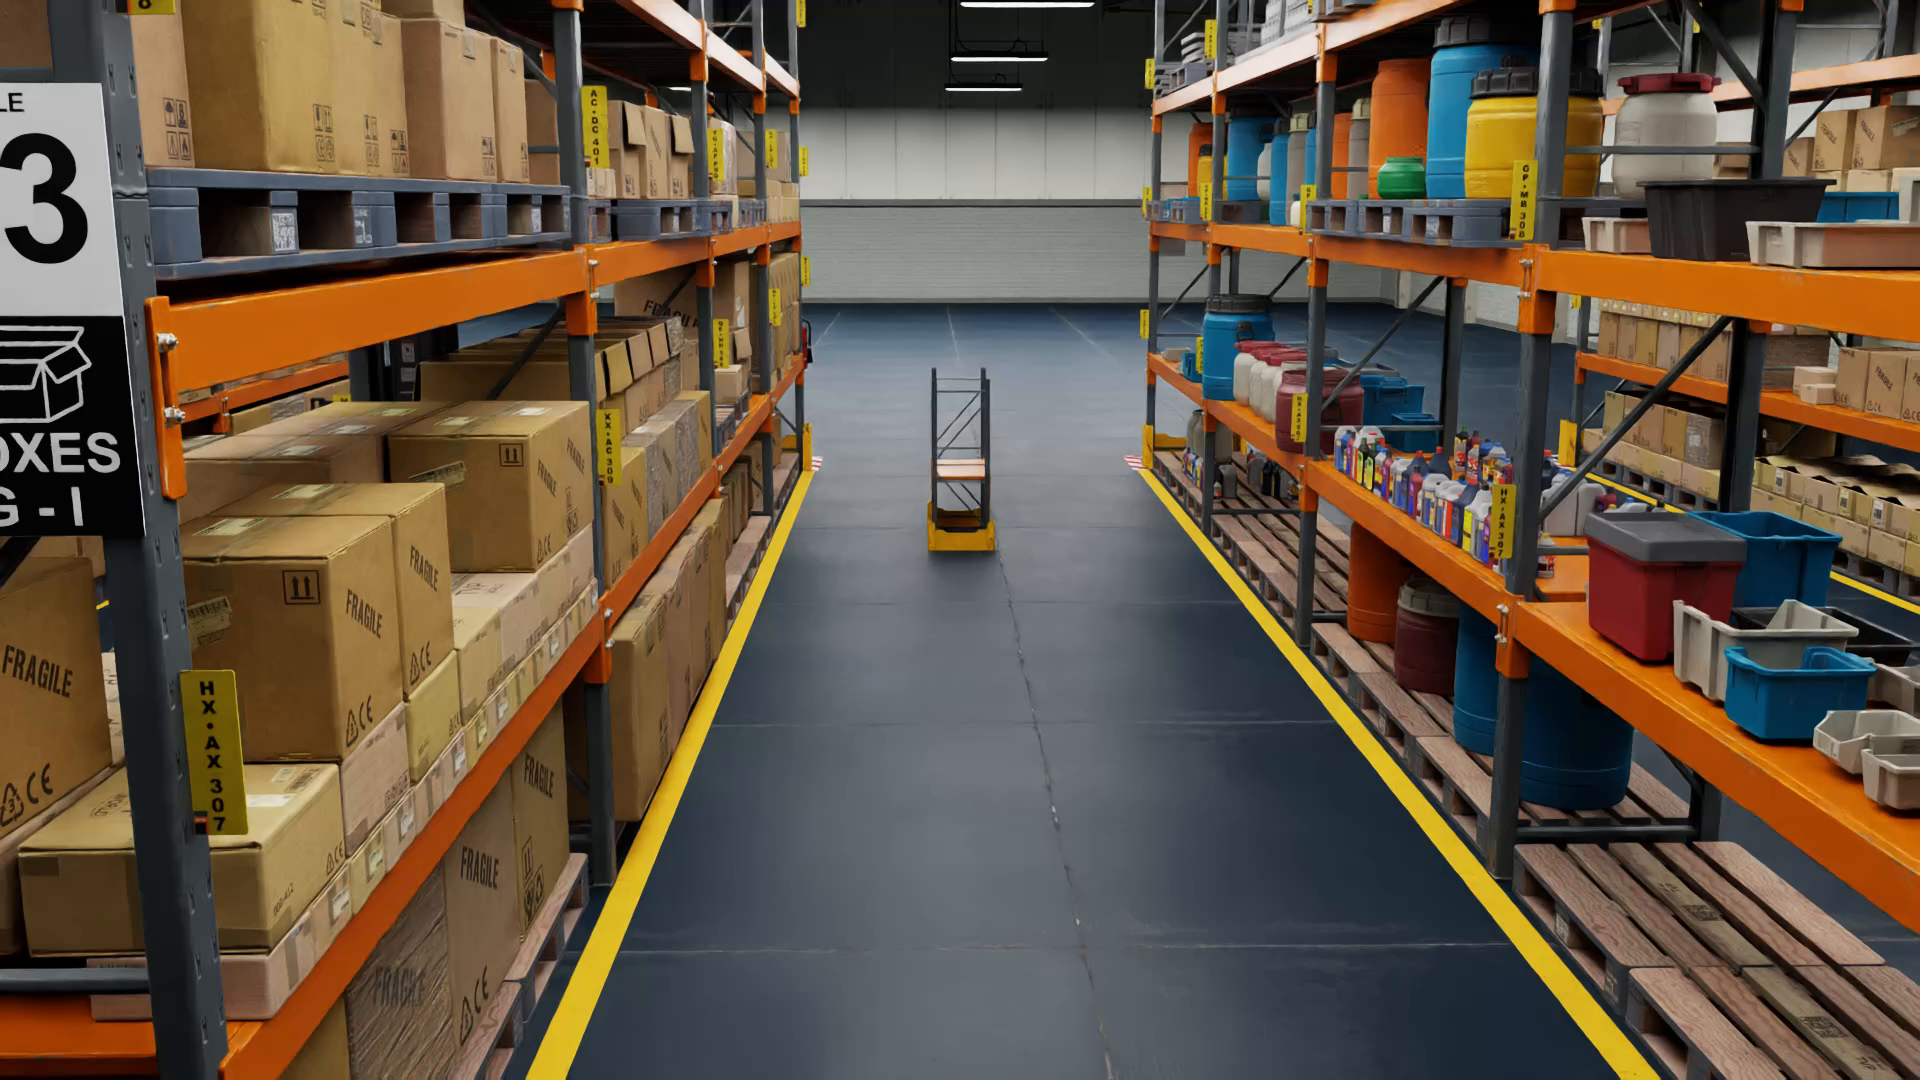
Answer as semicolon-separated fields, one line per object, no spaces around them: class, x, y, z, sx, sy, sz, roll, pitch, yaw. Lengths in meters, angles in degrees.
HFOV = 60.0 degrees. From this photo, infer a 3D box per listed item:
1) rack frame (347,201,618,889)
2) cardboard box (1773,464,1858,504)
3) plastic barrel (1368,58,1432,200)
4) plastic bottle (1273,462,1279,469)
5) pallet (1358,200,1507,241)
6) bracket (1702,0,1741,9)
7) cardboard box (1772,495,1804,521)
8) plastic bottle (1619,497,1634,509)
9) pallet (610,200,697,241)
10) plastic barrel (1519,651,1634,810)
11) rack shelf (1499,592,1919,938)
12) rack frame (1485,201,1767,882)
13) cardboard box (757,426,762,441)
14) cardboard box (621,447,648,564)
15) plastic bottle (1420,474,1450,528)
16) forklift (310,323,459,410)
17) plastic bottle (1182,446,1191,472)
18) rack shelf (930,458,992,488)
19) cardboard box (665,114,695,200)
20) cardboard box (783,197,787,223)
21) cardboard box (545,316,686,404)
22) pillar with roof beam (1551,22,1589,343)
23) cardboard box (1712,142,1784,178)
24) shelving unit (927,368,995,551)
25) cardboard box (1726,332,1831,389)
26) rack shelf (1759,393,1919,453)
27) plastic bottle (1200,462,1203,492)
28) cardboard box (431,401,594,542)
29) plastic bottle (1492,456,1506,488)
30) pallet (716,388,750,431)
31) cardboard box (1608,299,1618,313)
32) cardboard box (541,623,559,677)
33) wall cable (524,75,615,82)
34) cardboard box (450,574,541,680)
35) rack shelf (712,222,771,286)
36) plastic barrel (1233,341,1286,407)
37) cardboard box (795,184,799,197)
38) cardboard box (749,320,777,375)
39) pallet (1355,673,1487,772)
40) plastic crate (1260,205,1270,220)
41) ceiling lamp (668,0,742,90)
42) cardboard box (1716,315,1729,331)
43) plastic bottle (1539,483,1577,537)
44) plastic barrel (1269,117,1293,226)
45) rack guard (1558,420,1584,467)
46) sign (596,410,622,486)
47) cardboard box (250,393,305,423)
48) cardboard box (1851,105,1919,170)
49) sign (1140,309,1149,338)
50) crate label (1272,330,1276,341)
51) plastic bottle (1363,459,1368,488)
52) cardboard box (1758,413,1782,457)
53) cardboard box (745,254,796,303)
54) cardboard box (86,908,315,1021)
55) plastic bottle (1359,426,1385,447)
rack frame;-2.048;0.073;7.154;1.000;3.000;0.127;0;11;-1
cardboard box;7.456;-0.507;14.465;0.500;0.311;0.500;0;11;-2
plastic barrel;2.830;-2.516;10.235;0.600;0.830;0.708;0;11;-1
plastic bottle;3.133;-0.655;16.297;0.144;0.351;0.185;-1;11;-4
pallet;2.764;-1.706;8.852;1.003;0.211;1.213;0;11;-1
bracket;12.899;-8.731;26.410;0.076;0.066;4.783;0;11;-1
cardboard box;7.461;-0.232;14.520;0.500;0.250;0.500;0;11;0
plastic bottle;3.293;-0.074;8.201;0.097;0.271;0.097;0;11;0
pallet;-2.038;-1.749;9.068;1.003;0.211;1.213;0;11;1
plastic barrel;2.910;0.767;7.955;0.600;0.901;0.708;0;11;-1
rack shelf;2.946;0.803;5.366;1.077;0.370;4.000;0;11;-1
rack frame;2.904;0.053;7.254;1.000;3.000;0.127;0;11;-1
cardboard box;-2.259;-0.926;17.308;0.500;0.500;0.500;1;11;4
cardboard box;-1.818;-0.168;8.093;0.500;0.500;0.500;0;11;-1
plastic bottle;2.547;-0.209;8.858;0.152;0.276;0.135;0;11;-1
forklift;-5.225;-1.415;14.662;3.031;2.935;1.130;0;11;-1
plastic bottle;2.382;-0.849;17.457;0.097;0.271;0.097;0;11;0
rack shelf;-0.002;-0.576;15.029;0.538;0.185;1.000;0;11;-1
cardboard box;-2.046;-2.327;10.127;0.797;0.503;0.637;0;11;2
cardboard box;-2.001;-3.313;16.677;0.500;0.250;0.500;0;11;-2
cardboard box;-2.131;-1.117;10.247;0.797;0.503;0.637;0;11;1
pillar with roof beam;8.765;-8.738;35.498;9.100;9.000;0.548;0;11;-1
cardboard box;7.783;-3.680;16.442;0.797;0.503;0.637;1;12;5
shelving unit;-0.002;-0.750;14.985;0.587;1.500;1.083;0;11;-1
cardboard box;7.676;-1.694;15.614;0.700;0.500;0.500;-1;11;-3
rack shelf;7.733;-0.807;13.302;1.077;0.370;4.000;0;11;-1
plastic bottle;2.389;-0.619;16.291;0.061;0.283;0.133;1;11;3
cardboard box;-1.771;-0.276;6.620;0.500;0.500;0.500;0;11;0
plastic bottle;3.256;-0.401;9.989;0.097;0.201;0.097;0;11;0
pallet;-2.212;-1.021;13.031;1.003;0.211;1.213;0;11;-1
cardboard box;7.410;-2.588;18.387;0.380;0.149;0.250;-1;11;-3
cardboard box;-1.698;0.409;6.131;0.380;0.149;0.250;0;11;0
wall cable;-11.613;-14.809;49.090;3.097;2.526;0.112;0;11;-1
cardboard box;-1.752;0.292;5.705;0.500;0.250;0.500;0;11;0
rack shelf;-2.172;-2.237;12.806;1.077;0.370;4.000;0;11;-1
plastic barrel;2.540;-1.413;14.138;0.433;0.535;0.433;0;11;0
cardboard box;-1.978;-3.850;18.323;0.380;0.149;0.250;0;11;-1
cardboard box;-2.160;-1.802;15.395;0.875;0.500;0.500;0;11;-1
pallet;2.902;1.023;9.487;1.003;0.211;1.213;0;11;-1
plastic crate;2.979;-3.218;16.367;0.336;0.188;0.450;0;11;-1
ceiling lamp;-6.456;-13.154;42.584;2.000;3.185;0.800;0;11;-1
cardboard box;7.461;-2.078;15.876;0.380;0.149;0.250;-1;11;-3
plastic bottle;3.104;-0.163;8.632;0.152;0.276;0.135;0;11;-1
plastic barrel;2.967;-3.153;14.251;0.600;0.901;0.708;0;11;-1
rack guard;7.608;-1.132;19.381;1.175;0.500;0.348;0;11;-1
sign;-1.493;-0.392;7.073;0.100;0.325;0.005;0;11;-1
cardboard box;-7.139;-0.986;16.662;0.875;0.875;0.875;0;11;-1
cardboard box;7.700;-3.291;13.627;0.500;0.500;0.500;1;12;4
sign;2.106;-2.467;18.978;0.100;0.325;0.005;0;11;-1
crate label;2.965;-1.985;17.211;0.502;0.435;0.616;0;11;-1
plastic bottle;2.495;-0.416;10.065;0.097;0.201;0.097;0;11;0
cardboard box;7.977;-0.976;16.297;0.500;0.500;0.500;0;11;-1
cardboard box;-2.021;-2.789;17.749;0.500;0.500;0.500;0;11;-1
cardboard box;-1.642;0.919;3.614;0.380;0.149;0.250;0;11;-1
plastic bottle;2.660;-0.595;10.759;0.152;0.276;0.135;0;11;-1
